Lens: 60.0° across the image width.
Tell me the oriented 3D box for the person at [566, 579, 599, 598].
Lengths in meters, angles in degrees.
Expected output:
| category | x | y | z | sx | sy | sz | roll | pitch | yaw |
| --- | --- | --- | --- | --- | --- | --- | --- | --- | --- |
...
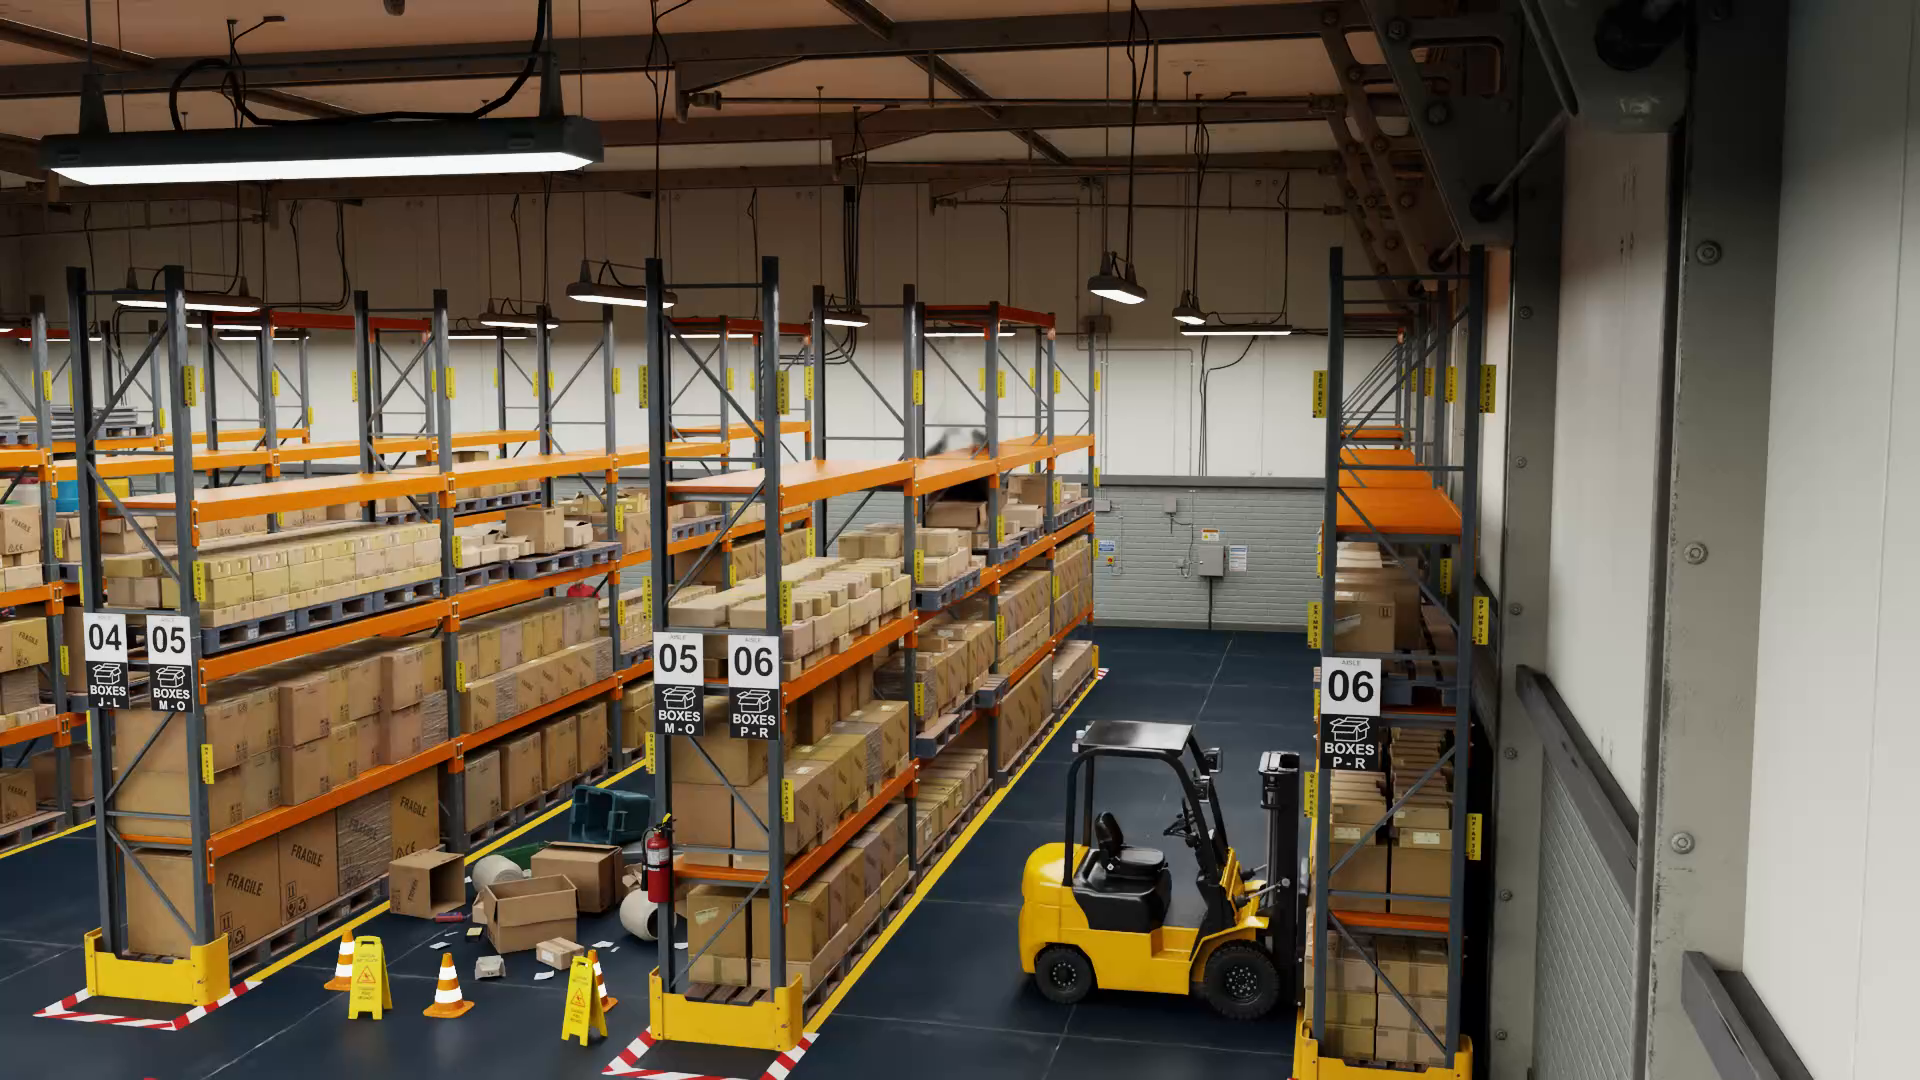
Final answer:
| category | x | y | z | sx | sy | sz | roll | pitch | yaw |
| --- | --- | --- | --- | --- | --- | --- | --- | --- | --- |
| person | -6.505 | 1.436 | 28.590 | 0.637 | 1.797 | 0.716 | 0 | 6 | 3 |
